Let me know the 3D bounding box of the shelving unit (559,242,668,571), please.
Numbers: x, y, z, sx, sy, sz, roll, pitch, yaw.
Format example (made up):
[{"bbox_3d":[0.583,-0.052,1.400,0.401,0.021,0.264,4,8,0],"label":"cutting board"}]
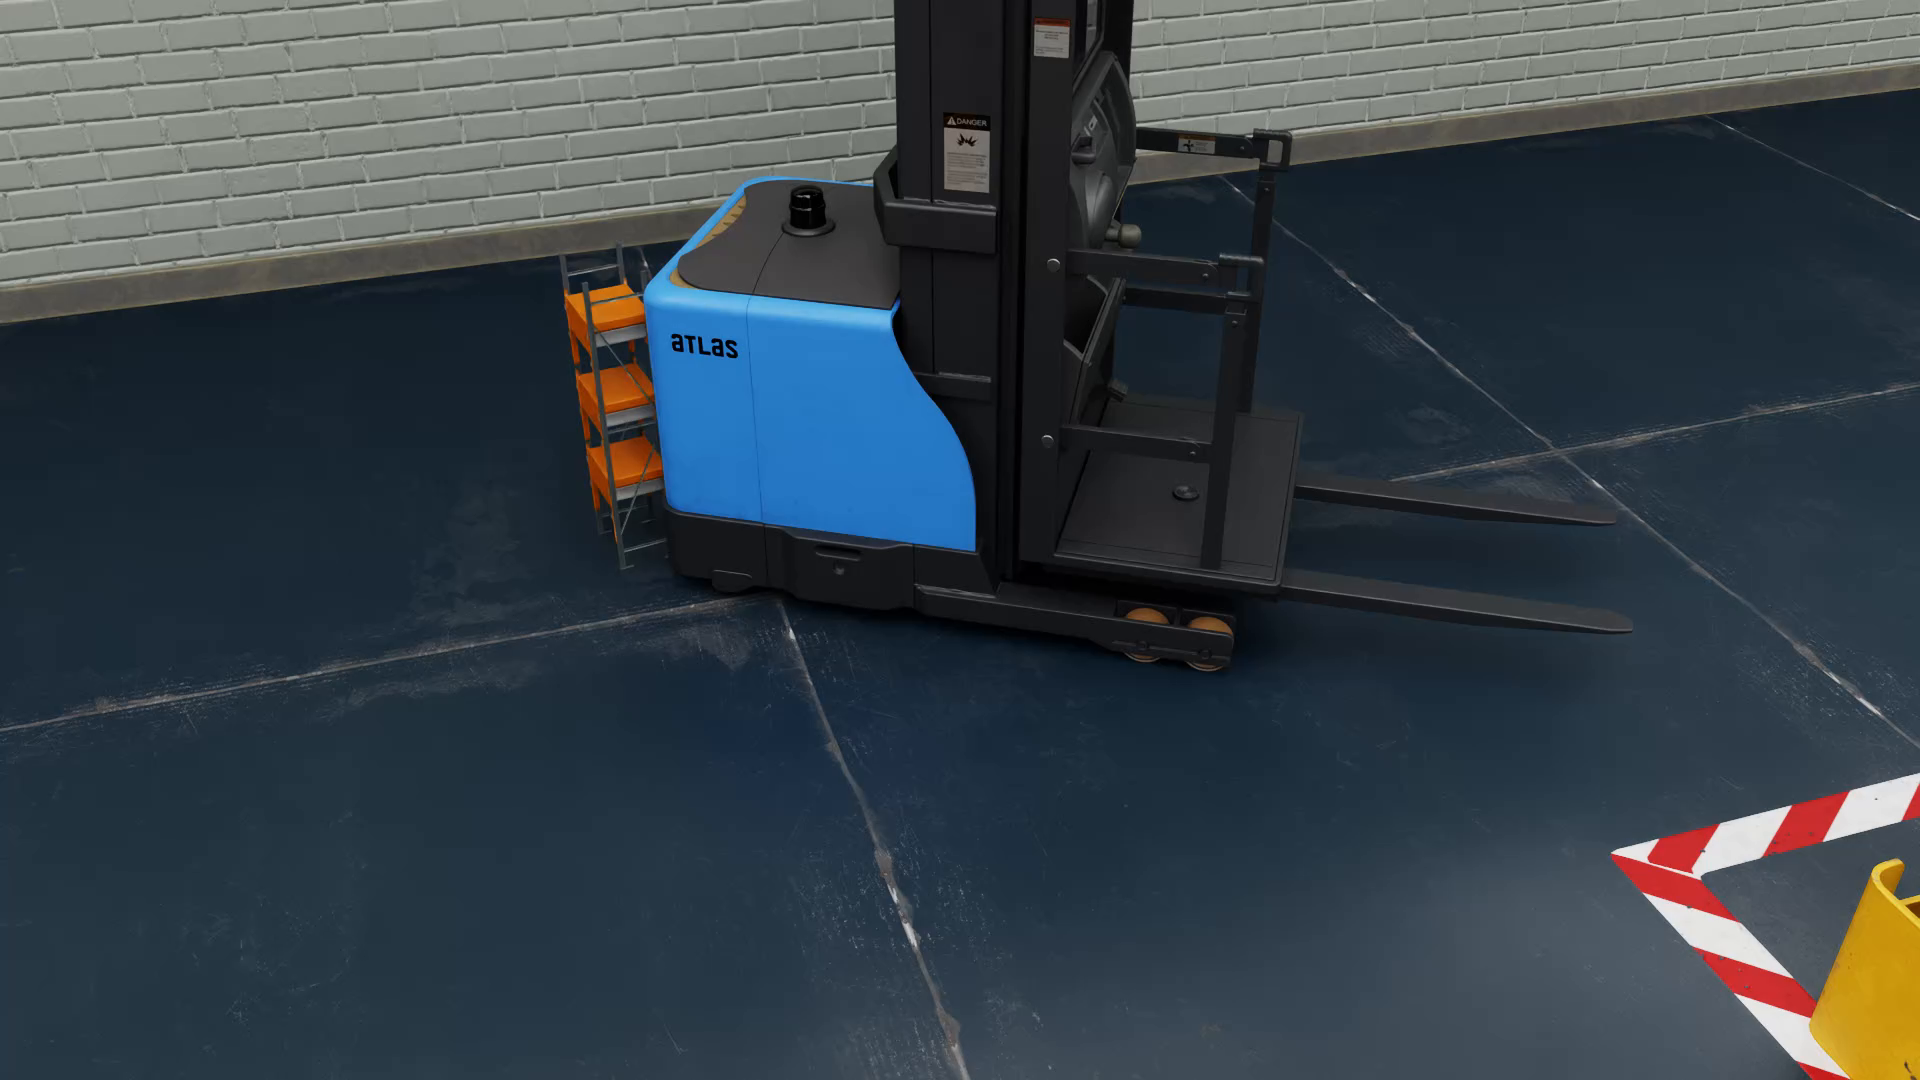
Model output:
[{"bbox_3d":[-1.108,-0.422,5.436,0.215,1.050,0.252,-16,37,-23],"label":"shelving unit"}]

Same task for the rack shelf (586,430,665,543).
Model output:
[{"bbox_3d":[-1.108,-0.181,5.595,0.215,0.259,0.240,-16,37,-23],"label":"rack shelf"}]

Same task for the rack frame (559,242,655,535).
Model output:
[{"bbox_3d":[-1.165,-0.481,5.526,0.200,1.050,0.008,-16,37,-23],"label":"rack frame"}]

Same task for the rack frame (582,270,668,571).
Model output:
[{"bbox_3d":[-1.052,-0.362,5.345,0.200,1.050,0.008,-16,37,-23],"label":"rack frame"}]

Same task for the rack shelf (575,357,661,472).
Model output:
[{"bbox_3d":[-1.108,-0.413,5.441,0.215,0.259,0.240,-16,37,-23],"label":"rack shelf"}]

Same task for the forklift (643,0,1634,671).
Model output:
[{"bbox_3d":[0.607,-1.141,4.819,3.031,2.935,1.130,8,34,11],"label":"forklift"}]

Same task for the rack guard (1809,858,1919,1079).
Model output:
[{"bbox_3d":[2.623,0.939,3.876,1.175,0.500,0.348,-10,35,-15],"label":"rack guard"}]

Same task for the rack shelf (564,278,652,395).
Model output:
[{"bbox_3d":[-1.108,-0.649,5.285,0.215,0.259,0.240,-16,37,-23],"label":"rack shelf"}]
